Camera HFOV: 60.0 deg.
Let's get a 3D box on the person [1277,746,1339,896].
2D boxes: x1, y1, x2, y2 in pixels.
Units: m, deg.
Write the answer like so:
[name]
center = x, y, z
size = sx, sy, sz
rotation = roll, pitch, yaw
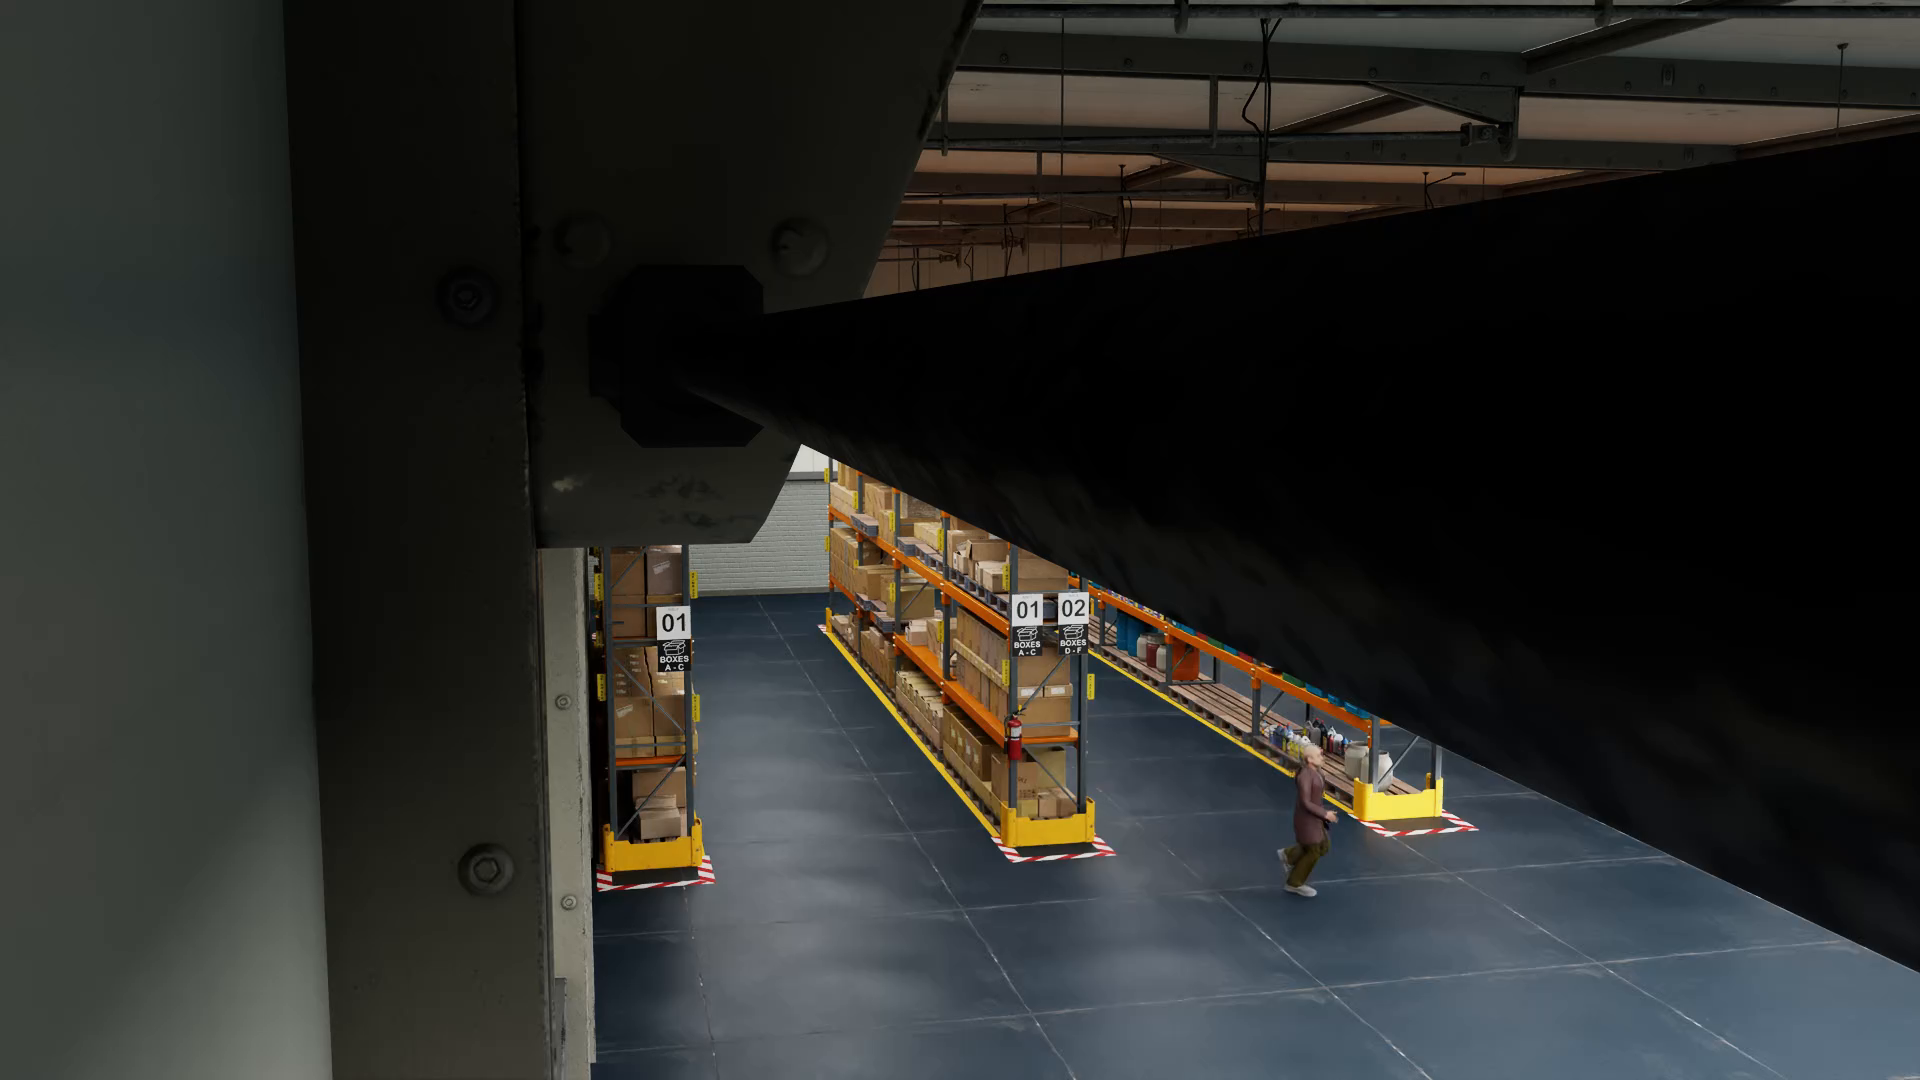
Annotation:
[person]
center = 4.007, 3.212, 19.129
size = 0.700, 1.740, 0.734
rotation = 2, 7, 18
